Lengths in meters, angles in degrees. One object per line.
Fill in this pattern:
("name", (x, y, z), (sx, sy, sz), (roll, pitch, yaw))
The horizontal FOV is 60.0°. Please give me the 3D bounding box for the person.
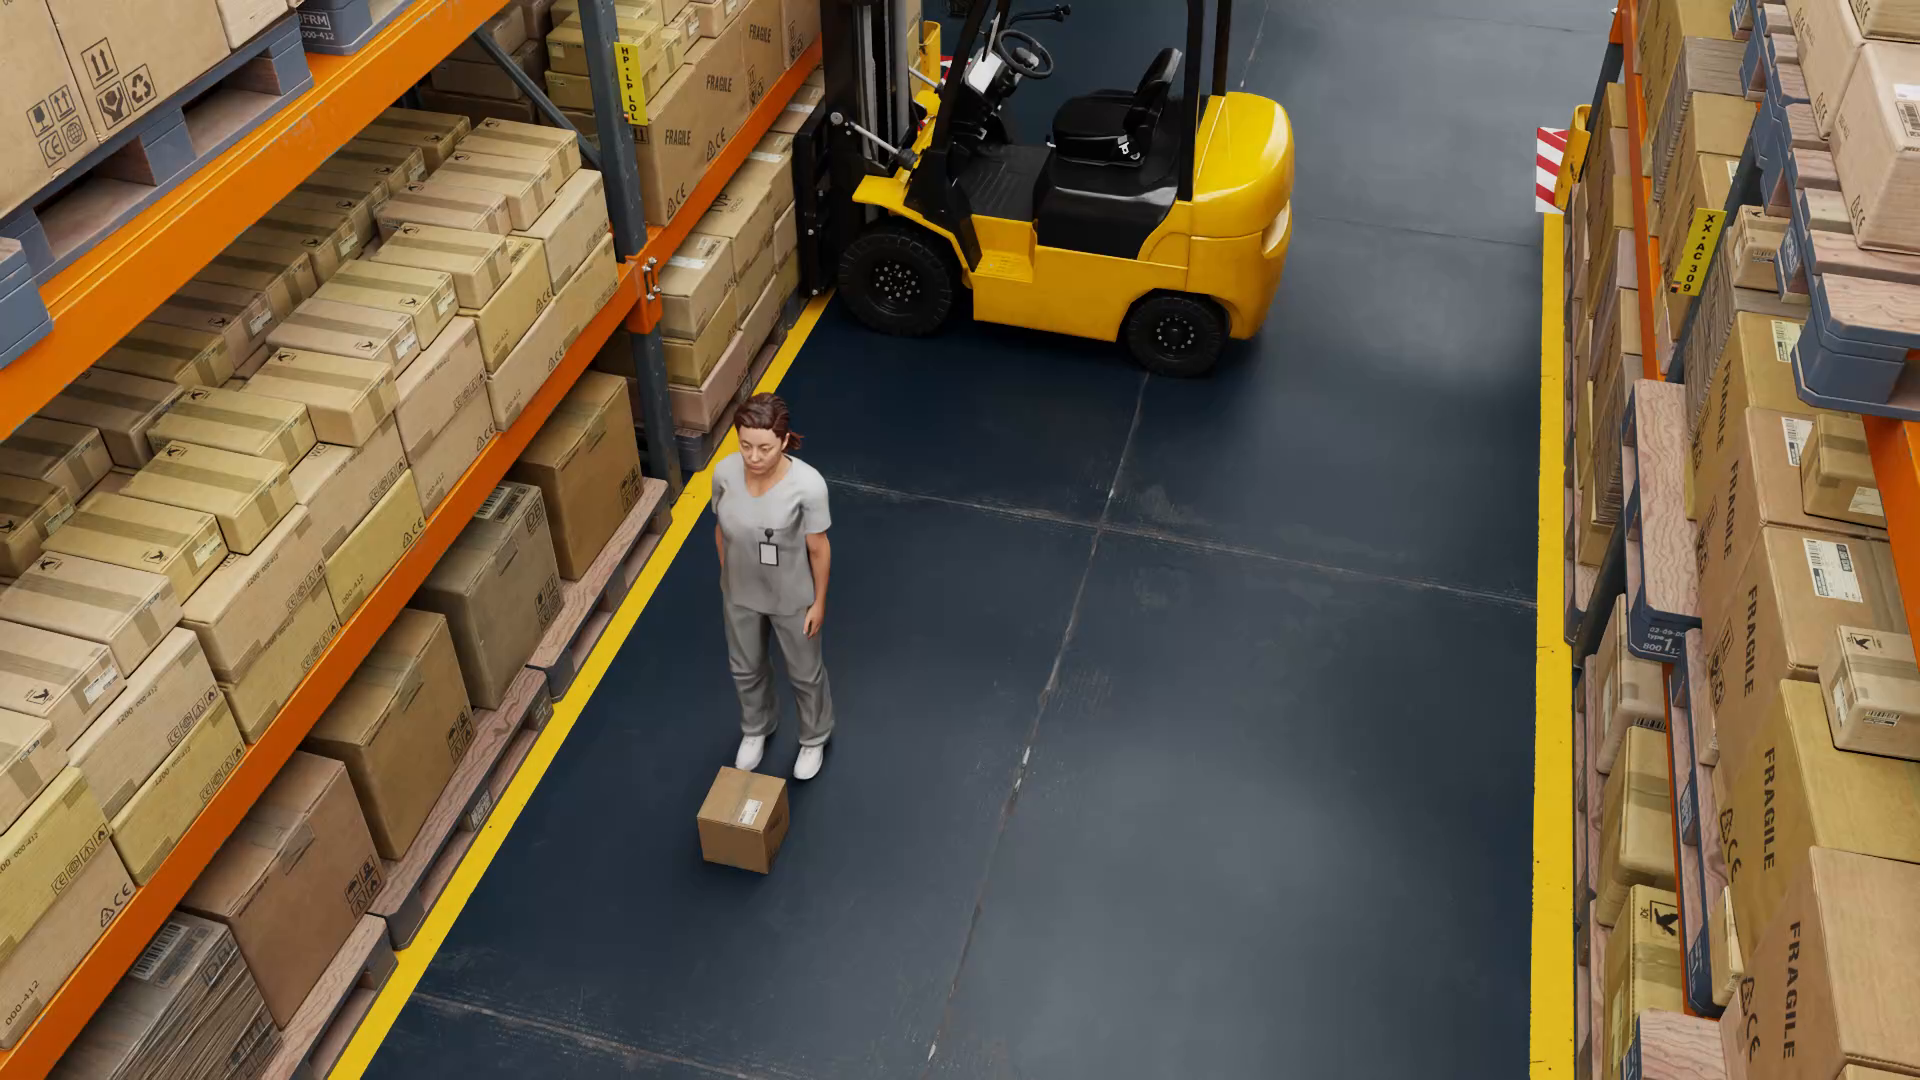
("person", (-0.659, 0.182, 5.959), (0.437, 1.670, 0.365), (11, 42, 12))
